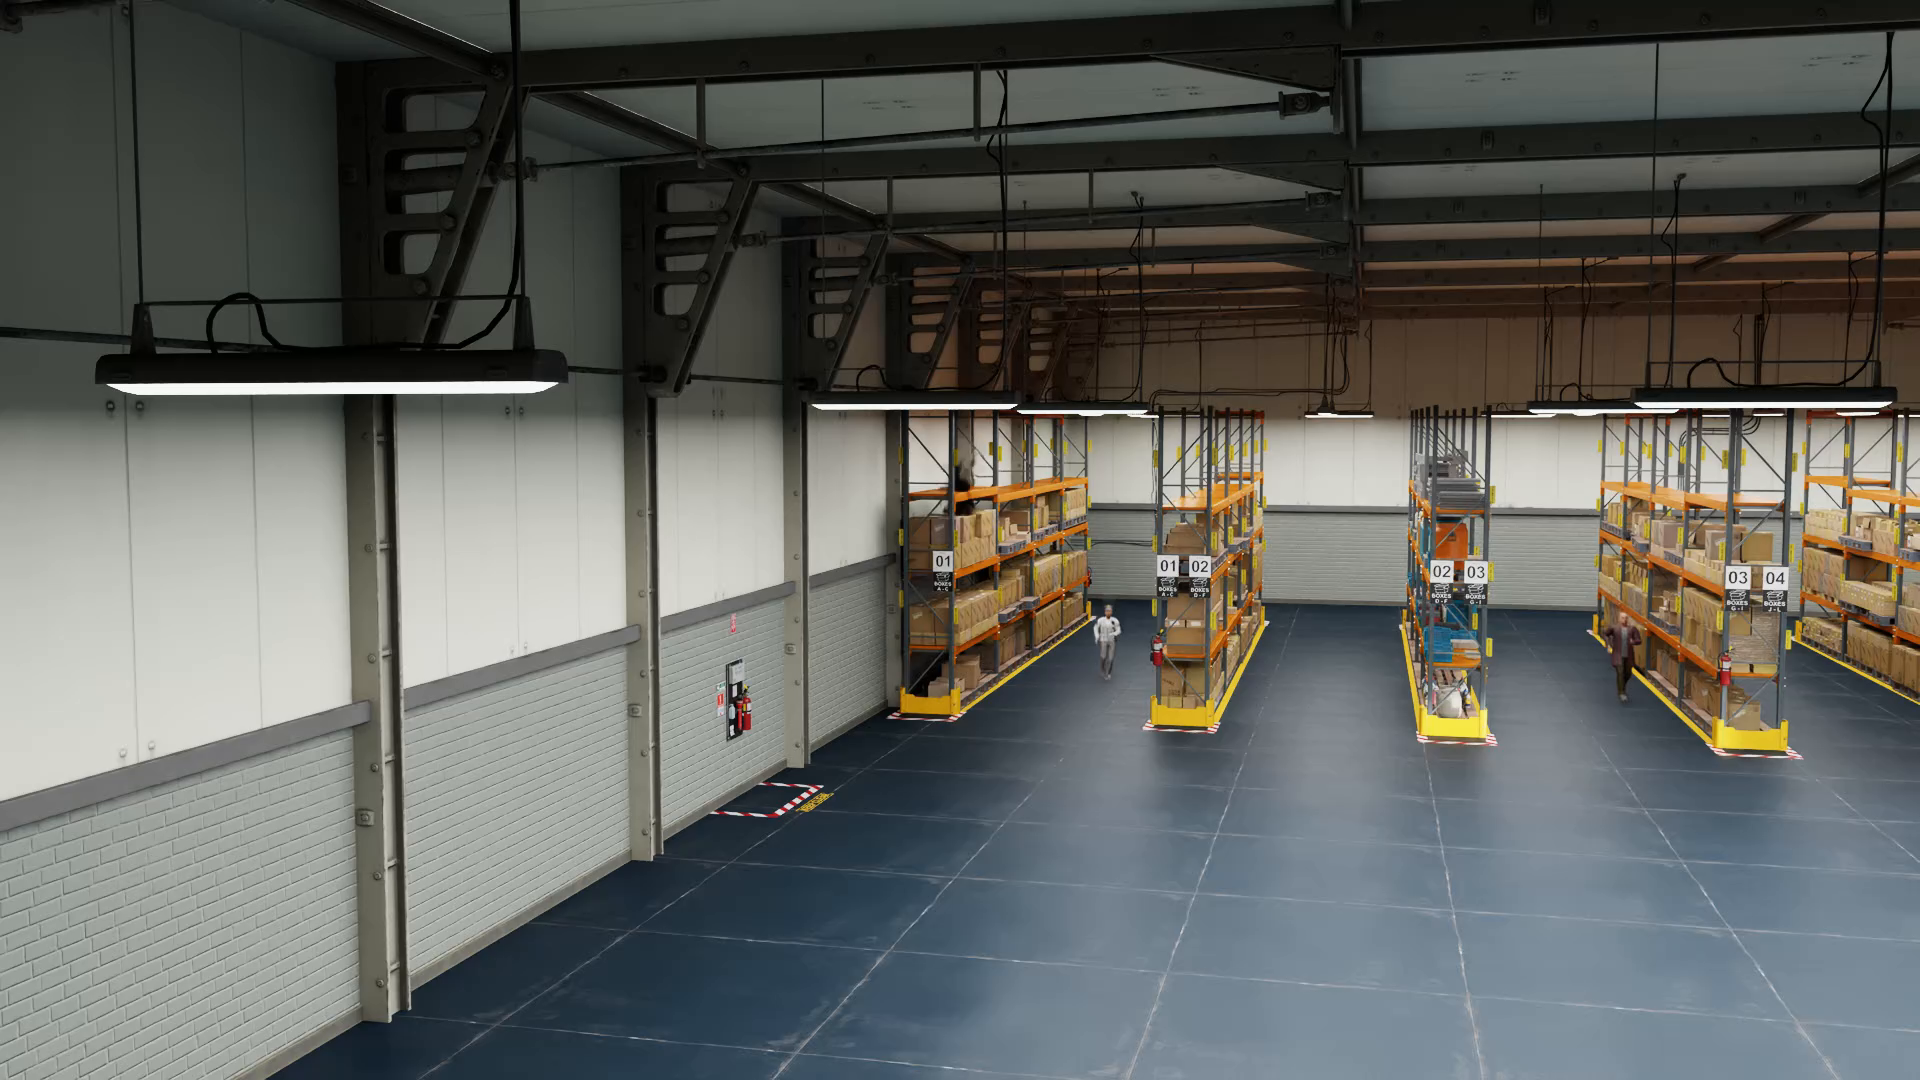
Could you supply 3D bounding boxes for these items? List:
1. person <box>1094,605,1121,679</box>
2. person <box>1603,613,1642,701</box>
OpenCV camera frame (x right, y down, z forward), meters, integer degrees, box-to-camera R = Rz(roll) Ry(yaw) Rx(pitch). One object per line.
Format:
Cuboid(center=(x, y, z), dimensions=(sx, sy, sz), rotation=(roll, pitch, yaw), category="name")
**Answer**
Cuboid(center=(3.246, 2.254, 36.617), dimensions=(0.593, 1.655, 0.624), rotation=(0, 4, 3), category="person")
Cuboid(center=(13.597, 2.365, 34.116), dimensions=(0.708, 1.754, 1.061), rotation=(1, 4, 9), category="person")
